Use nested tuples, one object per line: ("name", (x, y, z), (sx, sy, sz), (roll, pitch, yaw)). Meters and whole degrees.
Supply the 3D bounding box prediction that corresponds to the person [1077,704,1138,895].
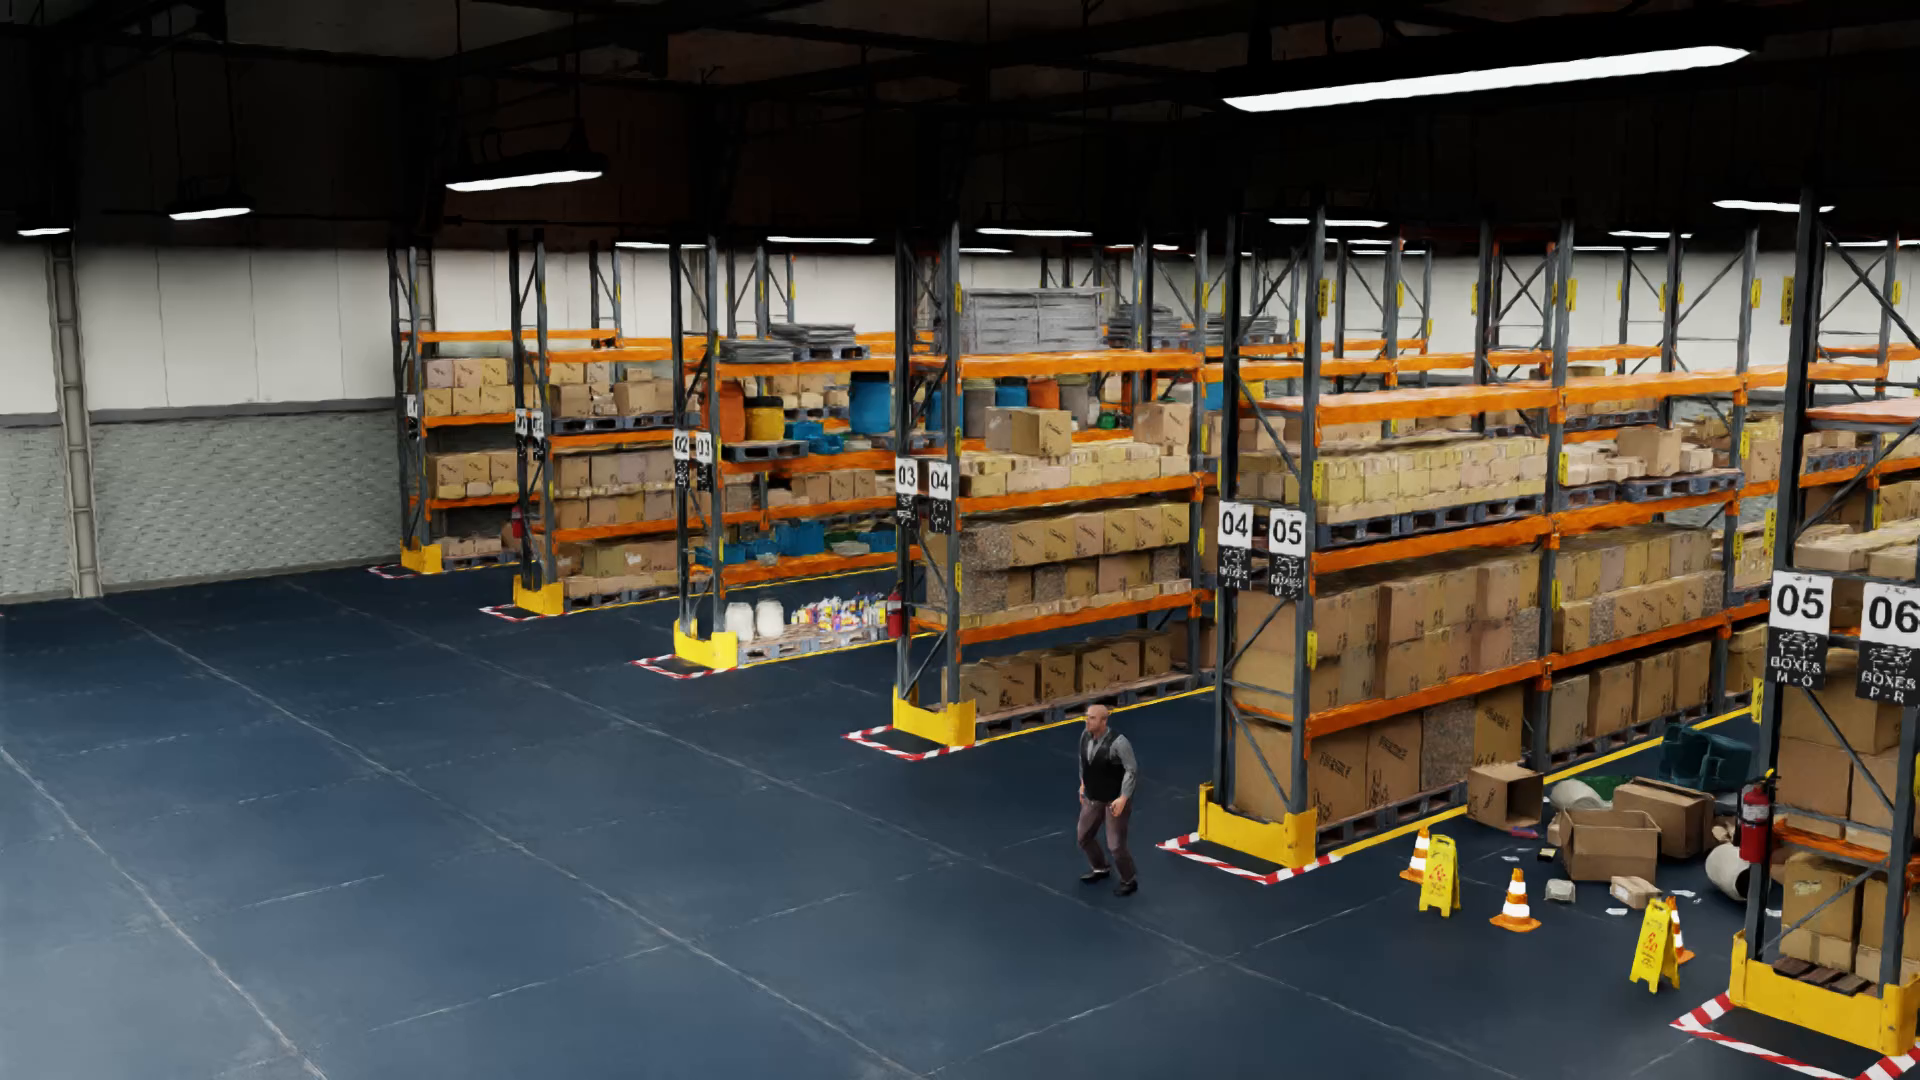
("person", (1.254, 2.188, 14.166), (0.534, 1.674, 0.677), (-8, 12, -41))
